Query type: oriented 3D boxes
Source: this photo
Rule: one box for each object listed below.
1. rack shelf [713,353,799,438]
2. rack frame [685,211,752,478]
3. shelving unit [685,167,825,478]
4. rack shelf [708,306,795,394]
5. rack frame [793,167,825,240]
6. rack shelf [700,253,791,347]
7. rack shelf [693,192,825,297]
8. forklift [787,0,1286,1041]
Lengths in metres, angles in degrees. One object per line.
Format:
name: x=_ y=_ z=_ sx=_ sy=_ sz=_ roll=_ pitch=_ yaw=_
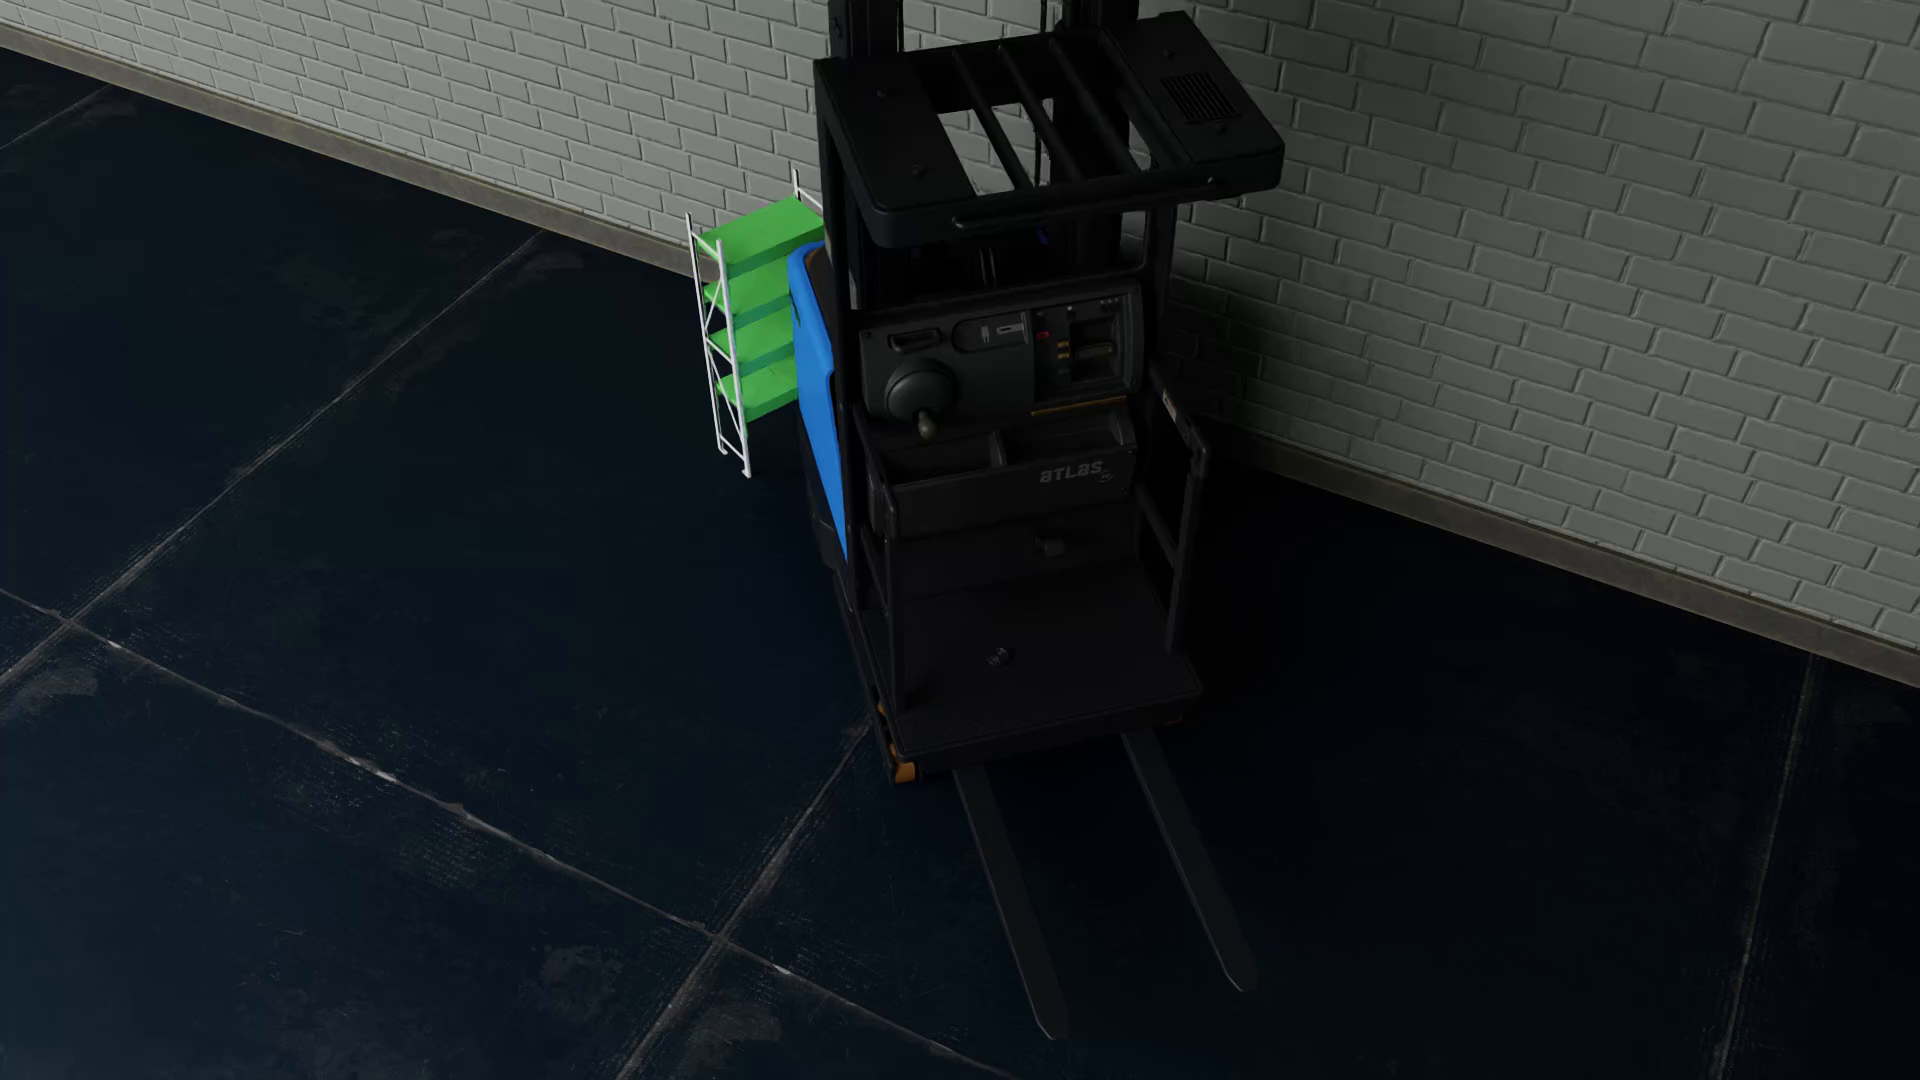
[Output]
rack shelf: x=-0.765 y=-0.644 z=6.970 sx=0.480 sy=0.148 sz=0.258 roll=-29 pitch=52 yaw=-26
rack frame: x=-0.958 y=-0.752 z=6.649 sx=0.015 sy=1.200 sz=0.240 roll=-29 pitch=52 yaw=-26
shelving unit: x=-0.766 y=-0.858 z=6.754 sx=0.503 sy=1.200 sz=0.258 roll=-29 pitch=52 yaw=-26
rack shelf: x=-0.766 y=-0.813 z=6.800 sx=0.480 sy=0.148 sz=0.258 roll=-29 pitch=52 yaw=-26
rack frame: x=-0.573 y=-0.965 z=6.860 sx=0.015 sy=1.200 sz=0.240 roll=-29 pitch=52 yaw=-26
rack shelf: x=-0.766 y=-0.982 z=6.629 sx=0.480 sy=0.148 sz=0.258 roll=-29 pitch=52 yaw=-26
rack shelf: x=-0.766 y=-1.151 z=6.459 sx=0.480 sy=0.148 sz=0.258 roll=-29 pitch=52 yaw=-26
forklift: x=0.200 y=-0.481 z=5.165 sx=1.130 sy=2.935 sz=3.031 roll=-11 pitch=46 yaw=-11
